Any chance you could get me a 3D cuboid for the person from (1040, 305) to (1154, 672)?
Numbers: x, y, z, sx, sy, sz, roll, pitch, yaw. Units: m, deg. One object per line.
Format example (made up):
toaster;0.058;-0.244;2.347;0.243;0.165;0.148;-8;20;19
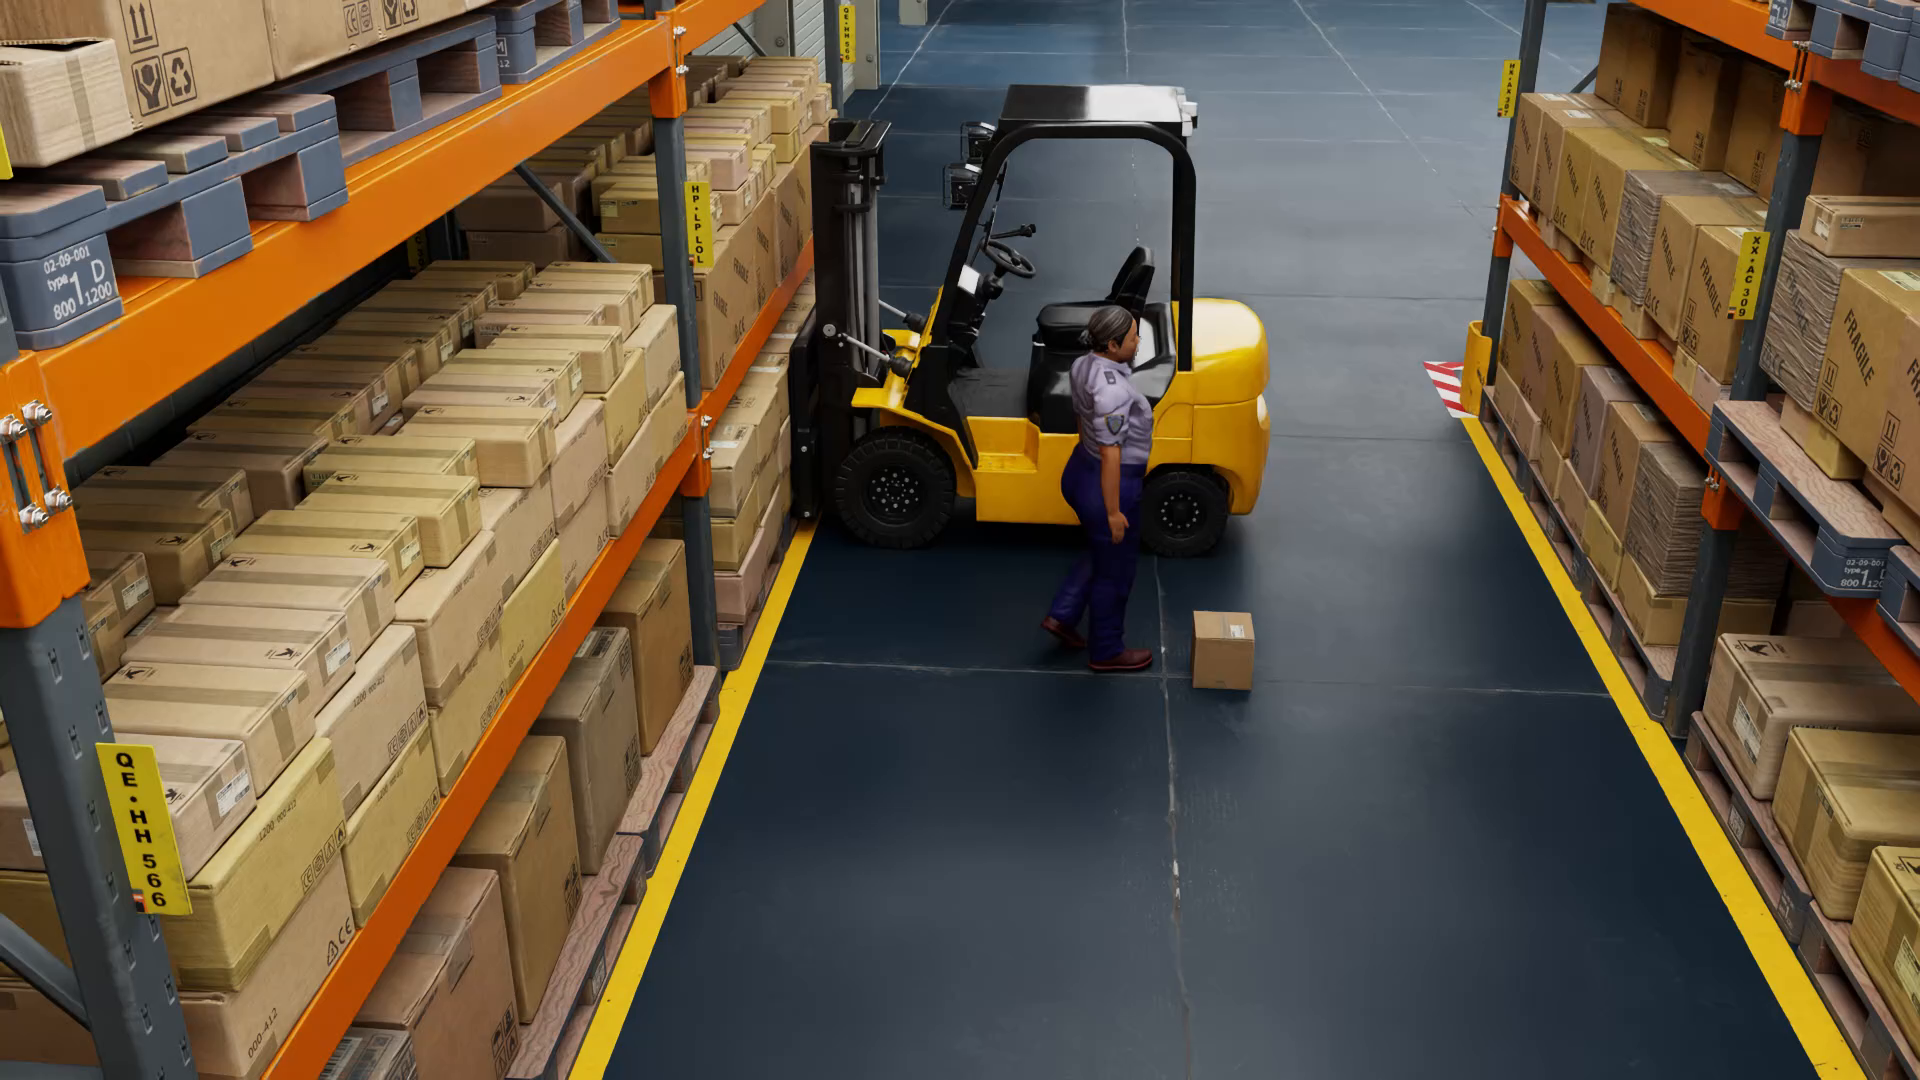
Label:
person;0.621;-0.193;7.041;0.467;1.668;0.493;-7;26;-15
